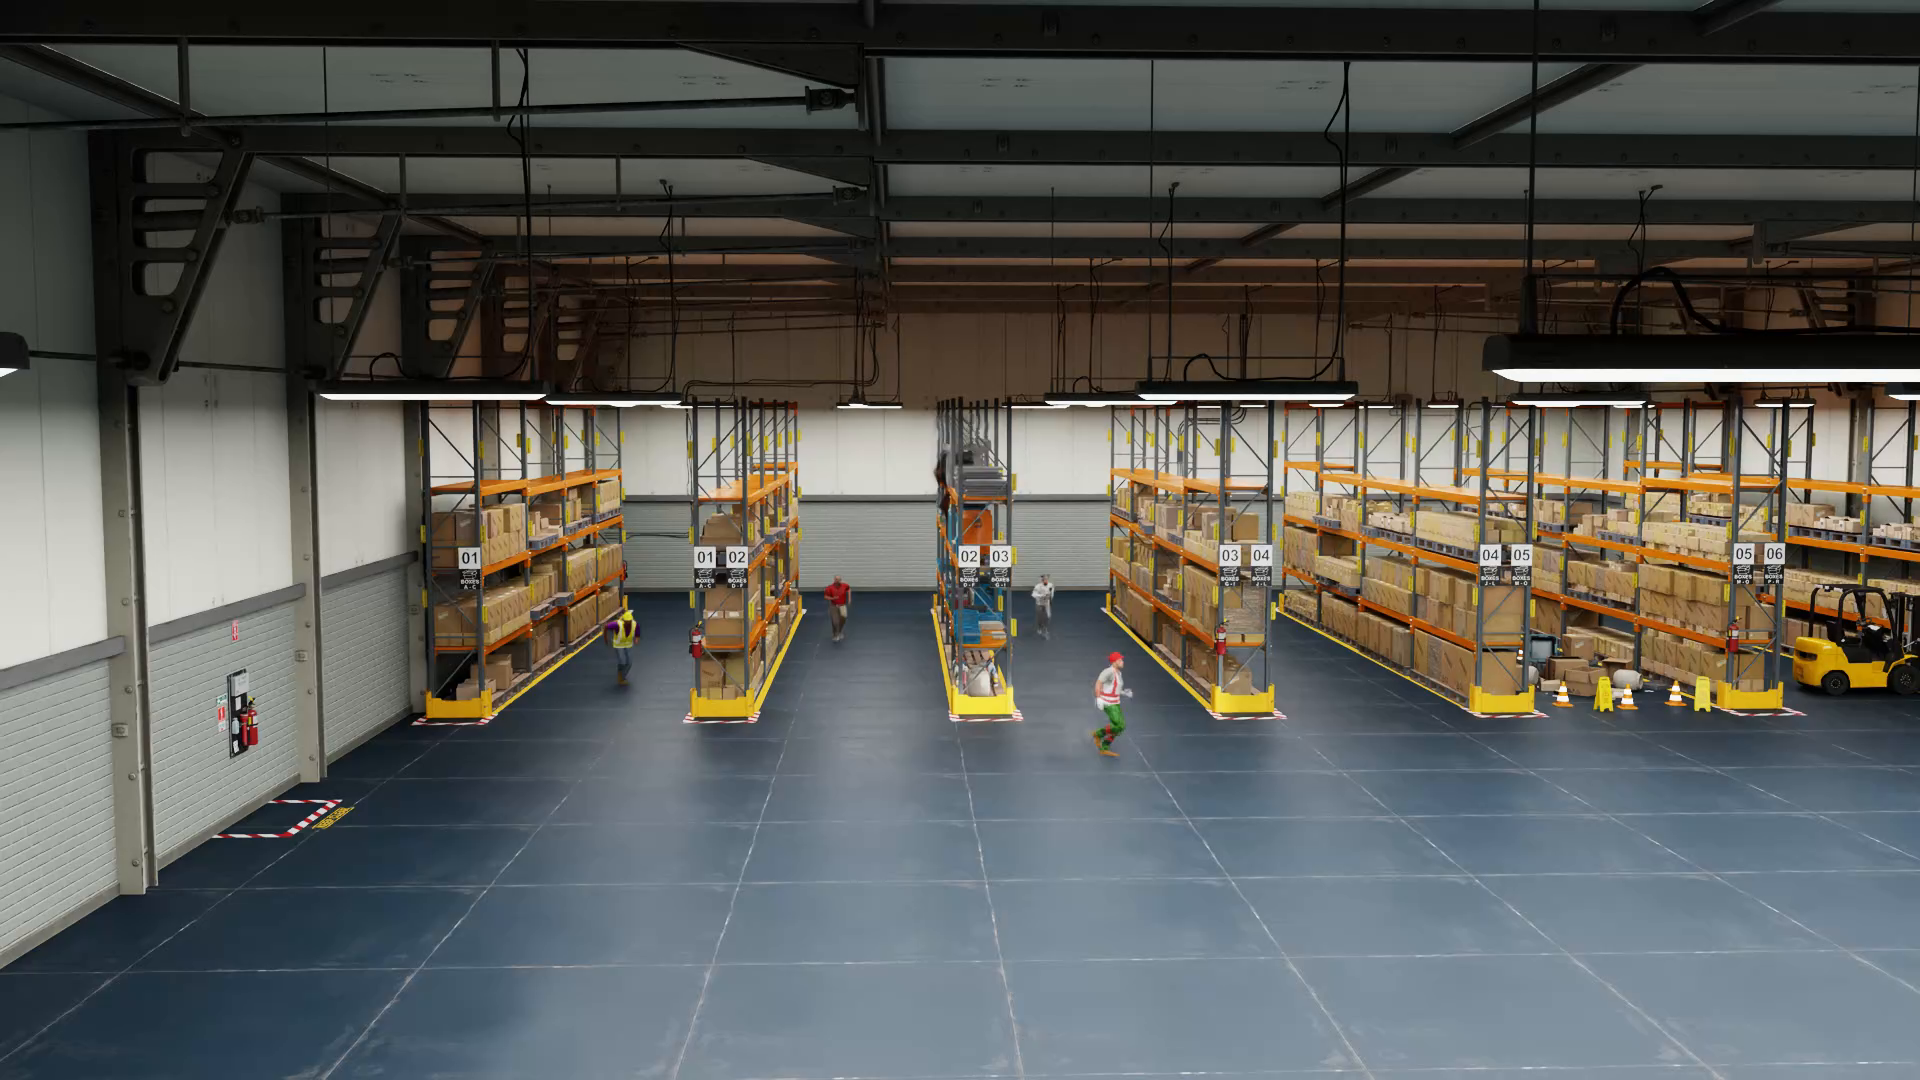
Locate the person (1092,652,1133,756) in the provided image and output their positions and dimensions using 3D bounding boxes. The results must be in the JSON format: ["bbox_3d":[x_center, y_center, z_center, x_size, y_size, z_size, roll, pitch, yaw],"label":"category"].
[{"bbox_3d":[2.539,2.728,27.610,0.638,1.732,0.660,2,5,25],"label":"person"}]

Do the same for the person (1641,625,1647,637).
[{"bbox_3d":[16.667,1.729,40.191,0.692,1.796,0.889,0,4,0],"label":"person"}]

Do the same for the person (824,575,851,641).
[{"bbox_3d":[-3.005,1.674,40.886,0.686,1.676,0.899,-1,5,-12],"label":"person"}]

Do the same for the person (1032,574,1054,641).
[{"bbox_3d":[2.088,1.666,41.938,0.609,1.694,0.922,-1,4,-7],"label":"person"}]

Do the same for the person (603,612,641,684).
[{"bbox_3d":[-7.024,2.261,34.618,0.734,1.578,0.838,-3,5,-30],"label":"person"}]
